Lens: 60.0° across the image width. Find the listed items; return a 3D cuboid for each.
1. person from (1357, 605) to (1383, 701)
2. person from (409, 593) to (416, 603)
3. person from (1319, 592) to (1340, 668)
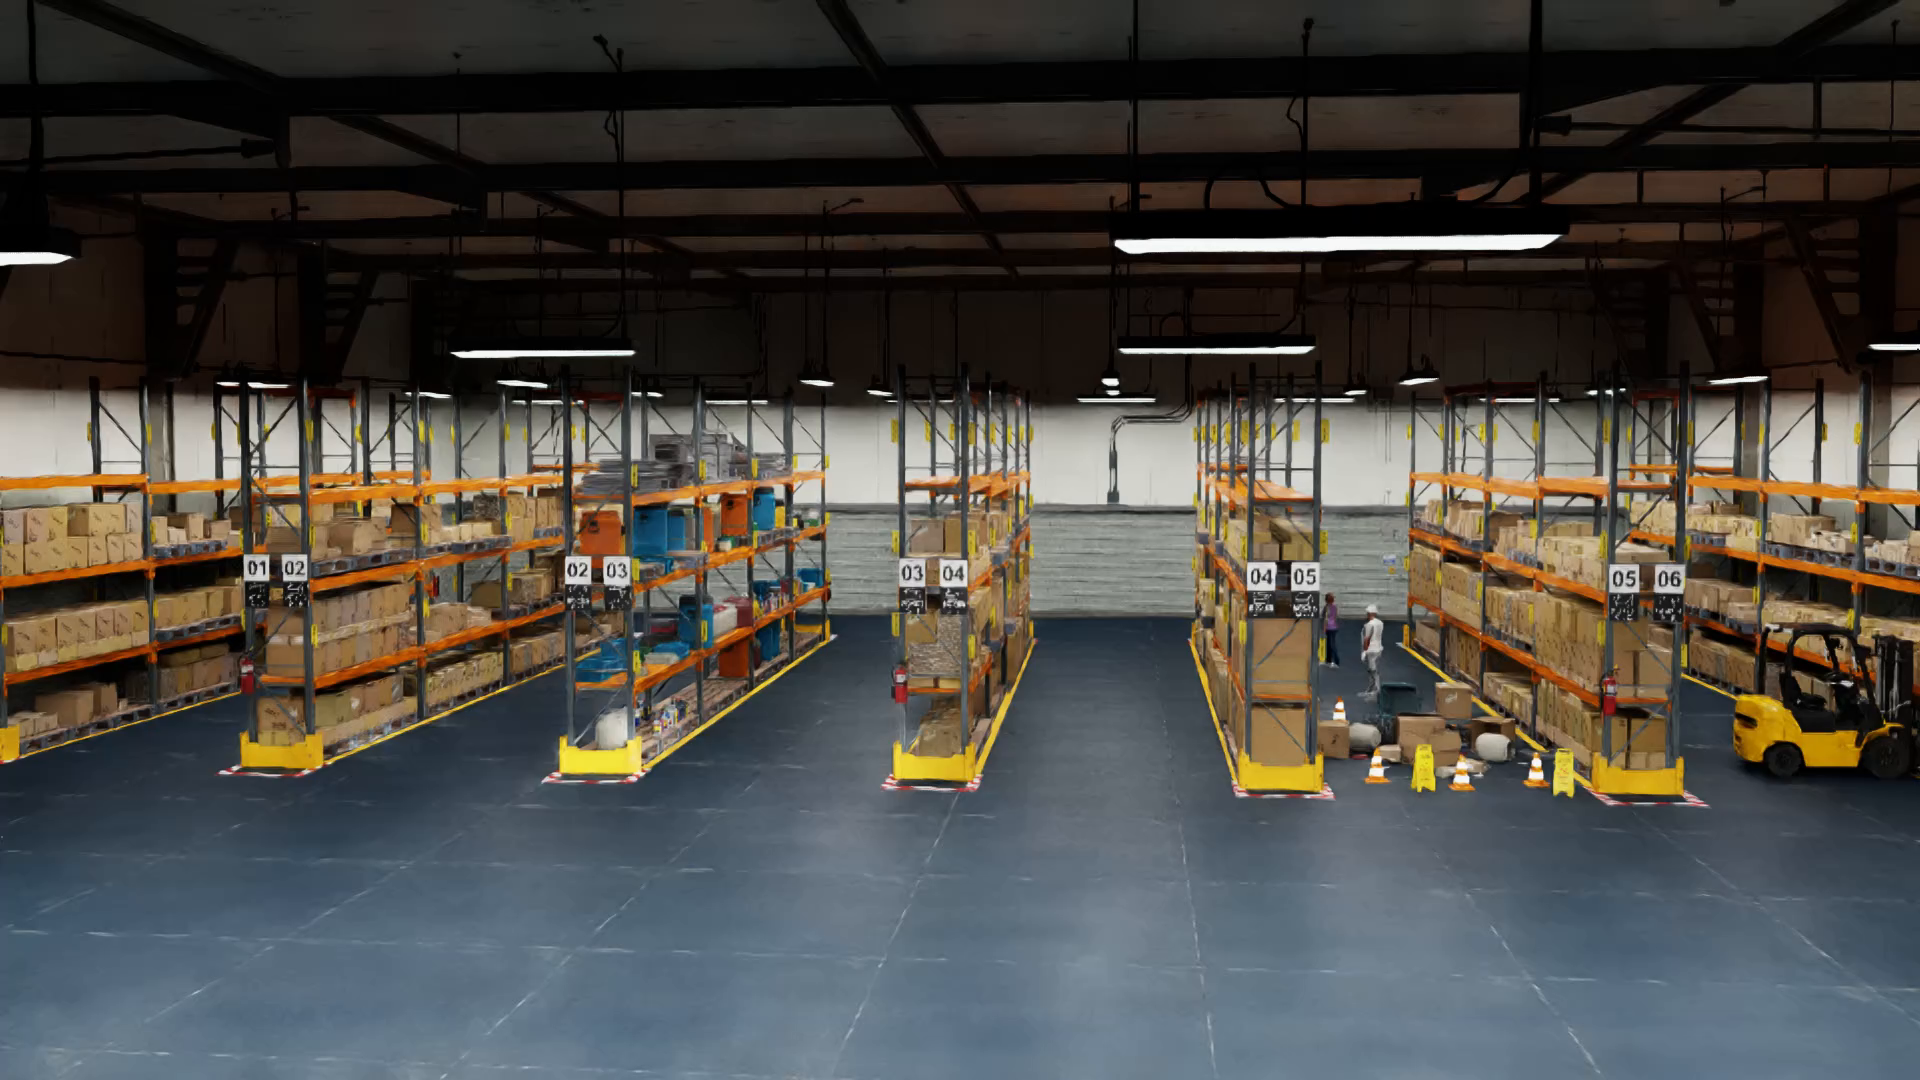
[{"bbox_3d":[7.696,2.097,31.199,0.551,1.778,0.653,2,4,34],"label":"person"},{"bbox_3d":[-14.117,1.377,42.596,0.533,1.758,0.718,3,5,38],"label":"person"},{"bbox_3d":[7.903,1.915,35.587,0.527,1.579,0.529,2,4,33],"label":"person"}]
